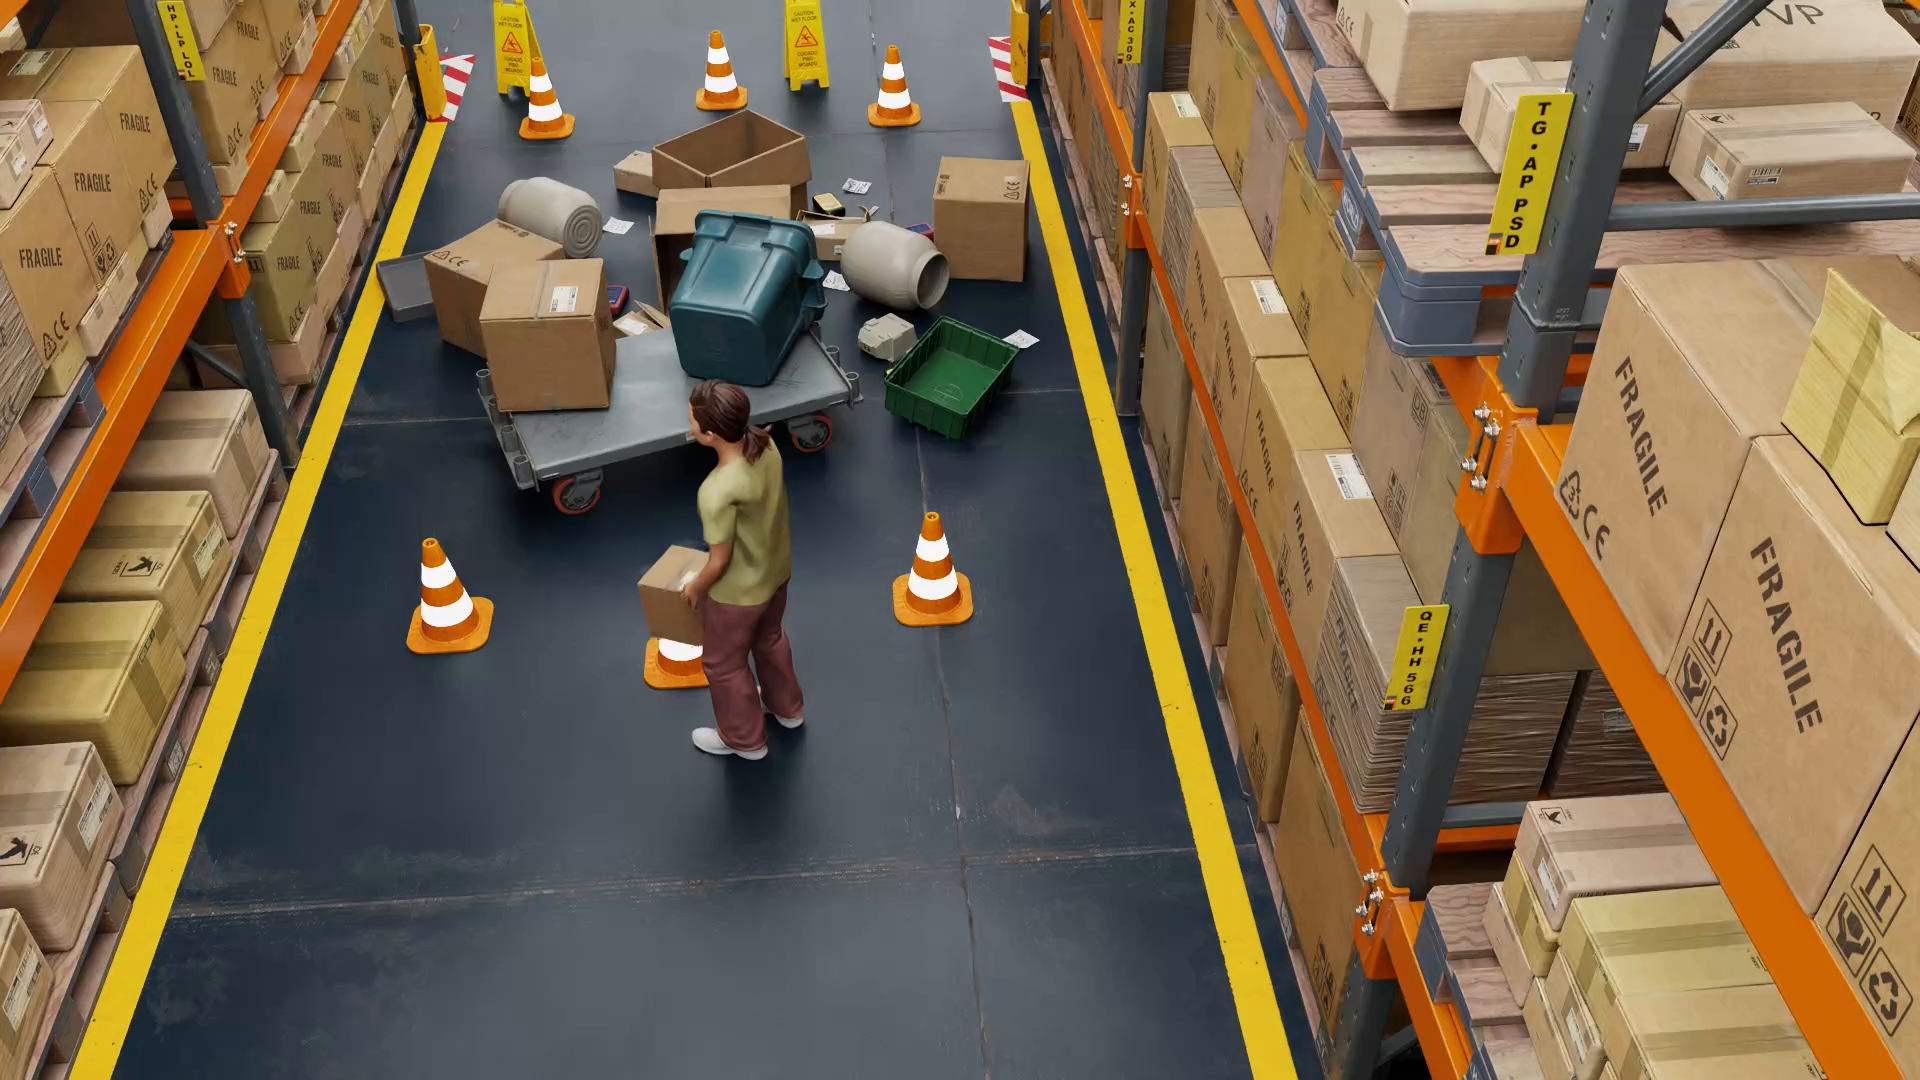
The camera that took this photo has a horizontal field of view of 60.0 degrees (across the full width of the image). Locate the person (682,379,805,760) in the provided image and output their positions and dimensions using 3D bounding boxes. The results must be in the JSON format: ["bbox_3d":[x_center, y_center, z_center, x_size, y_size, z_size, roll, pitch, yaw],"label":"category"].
[{"bbox_3d":[-0.815,0.128,5.998,0.413,1.674,0.477,15,42,18],"label":"person"}]
